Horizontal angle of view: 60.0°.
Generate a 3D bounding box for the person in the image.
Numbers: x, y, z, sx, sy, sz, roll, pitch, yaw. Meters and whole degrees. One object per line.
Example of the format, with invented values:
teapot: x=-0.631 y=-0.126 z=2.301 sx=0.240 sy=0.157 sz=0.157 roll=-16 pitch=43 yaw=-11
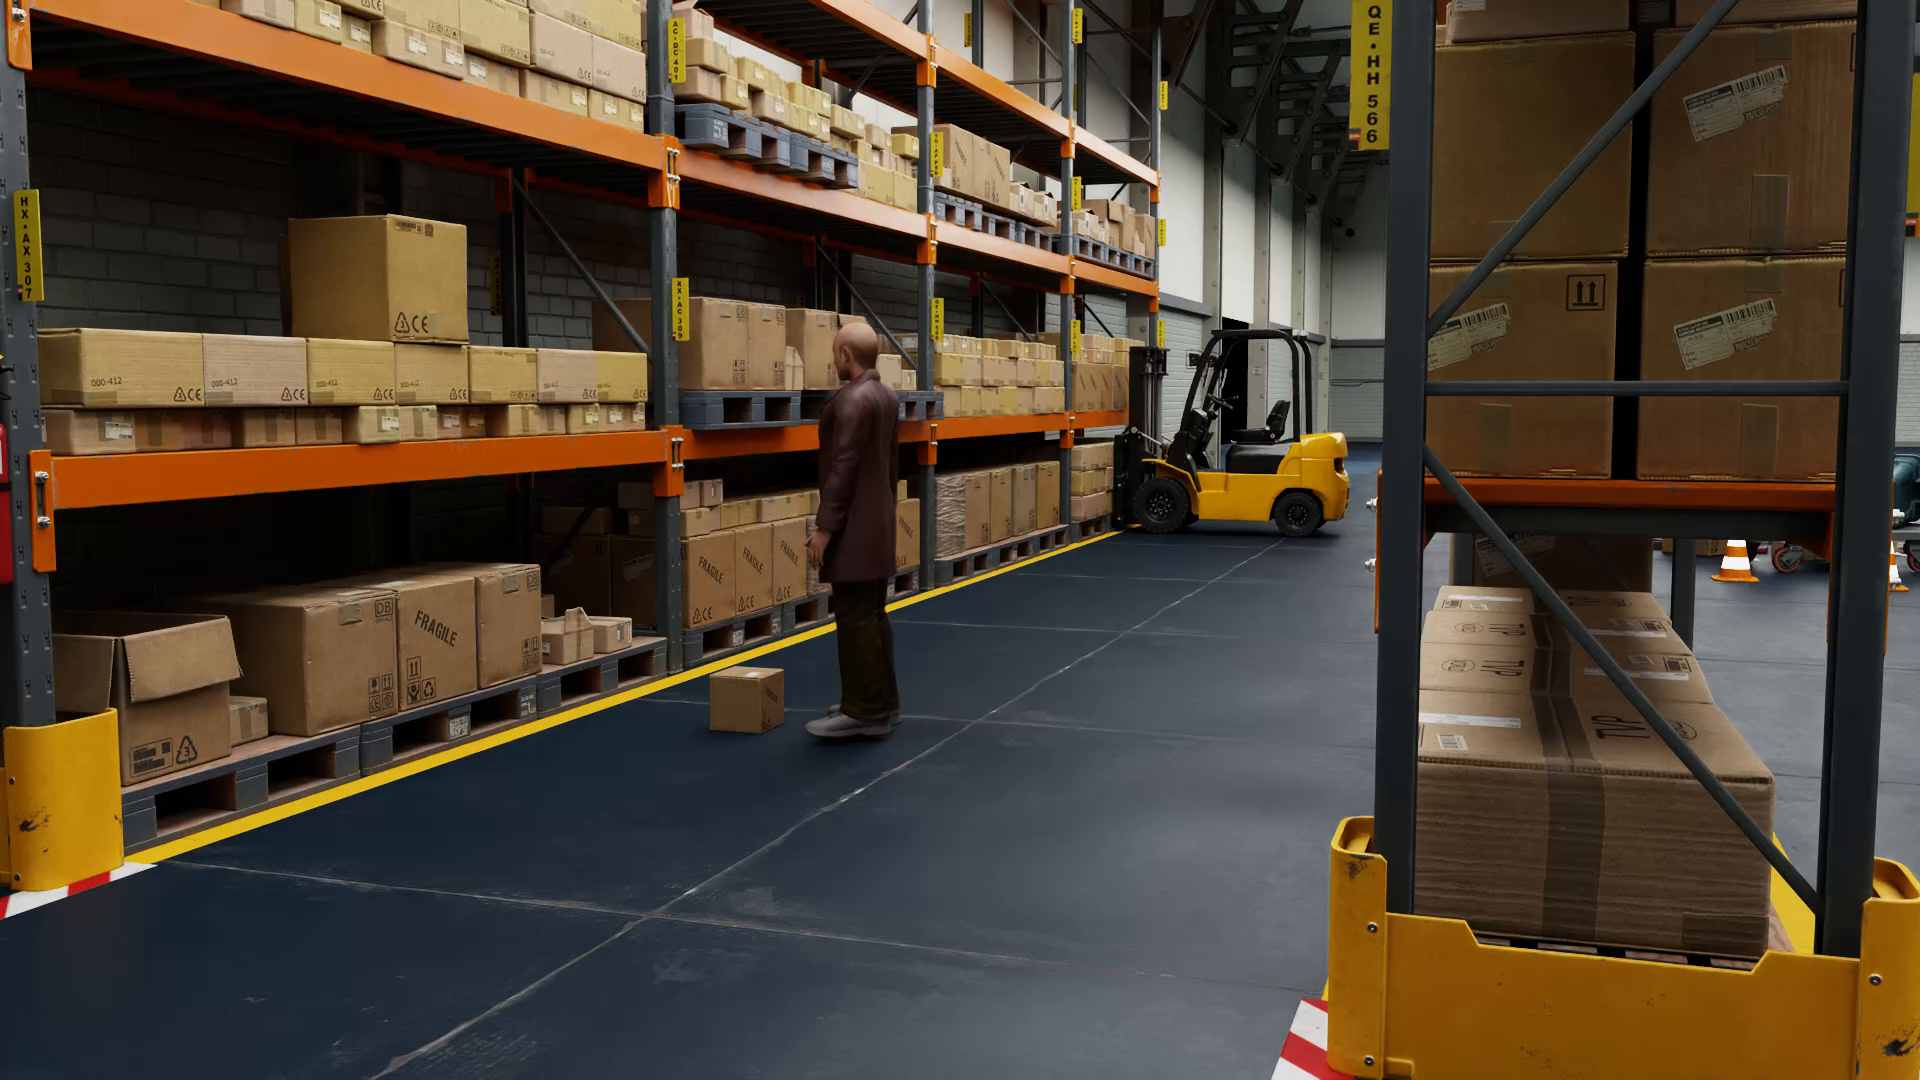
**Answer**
person: x=-0.464 y=-0.049 z=7.231 sx=0.373 sy=1.783 sz=0.601 roll=1 pitch=5 yaw=13
